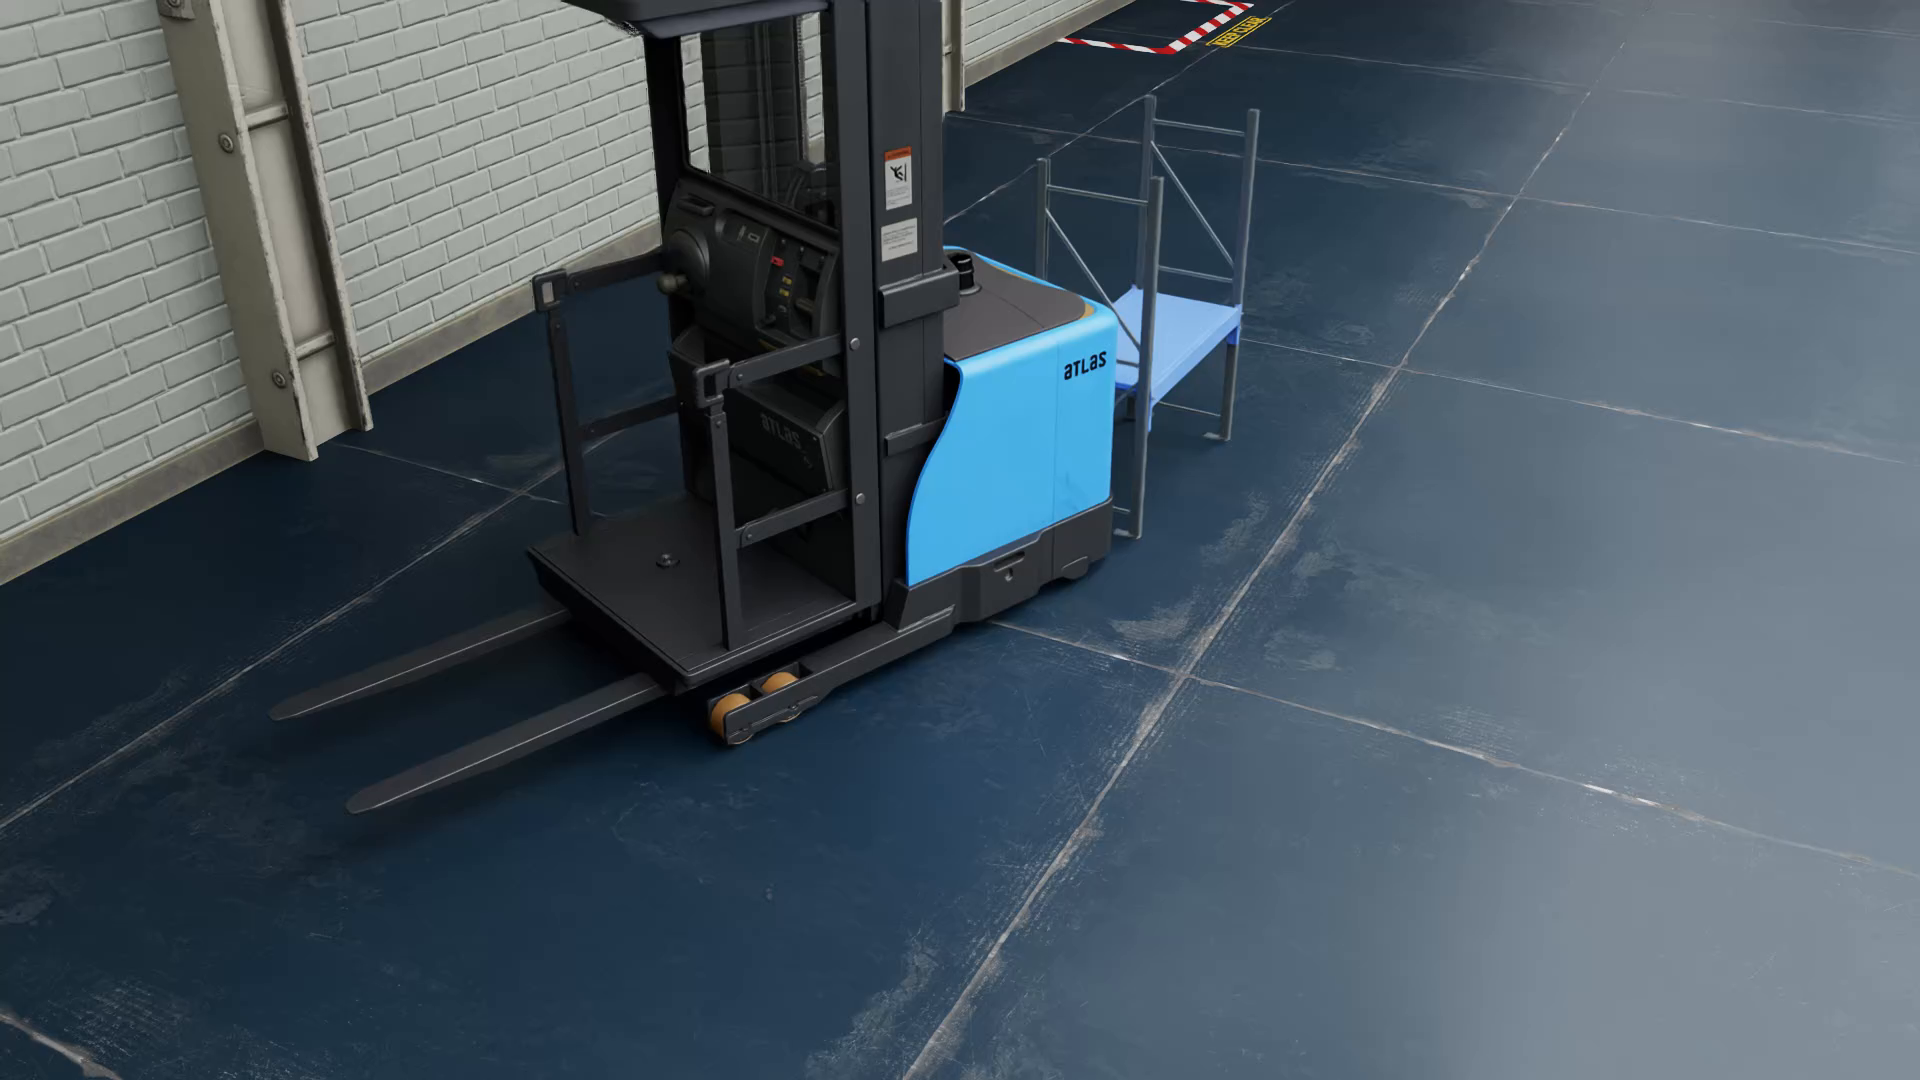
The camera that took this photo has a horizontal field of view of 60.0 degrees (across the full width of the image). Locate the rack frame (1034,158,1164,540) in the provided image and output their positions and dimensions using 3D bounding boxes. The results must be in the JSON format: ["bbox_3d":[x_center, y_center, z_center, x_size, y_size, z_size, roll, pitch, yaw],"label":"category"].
[{"bbox_3d":[0.513,-0.717,6.493,0.500,1.500,0.032,15,33,25],"label":"rack frame"}]

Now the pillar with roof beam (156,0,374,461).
[{"bbox_3d":[0.910,-3.394,3.625,9.100,9.000,0.400,14,33,23],"label":"pillar with roof beam"}]

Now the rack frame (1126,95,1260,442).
[{"bbox_3d":[1.000,-1.161,7.266,0.500,1.500,0.032,15,33,25],"label":"rack frame"}]

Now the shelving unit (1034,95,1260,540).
[{"bbox_3d":[0.757,-0.939,6.880,0.538,1.500,1.048,15,33,25],"label":"shelving unit"}]

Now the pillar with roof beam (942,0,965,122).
[{"bbox_3d":[3.643,-6.054,8.257,9.100,9.000,0.400,14,33,23],"label":"pillar with roof beam"}]

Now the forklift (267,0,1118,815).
[{"bbox_3d":[-0.856,-0.884,5.347,3.031,2.935,1.130,-23,37,-34],"label":"forklift"}]

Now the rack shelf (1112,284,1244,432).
[{"bbox_3d":[0.757,-0.783,6.969,0.538,0.185,1.000,15,33,25],"label":"rack shelf"}]
